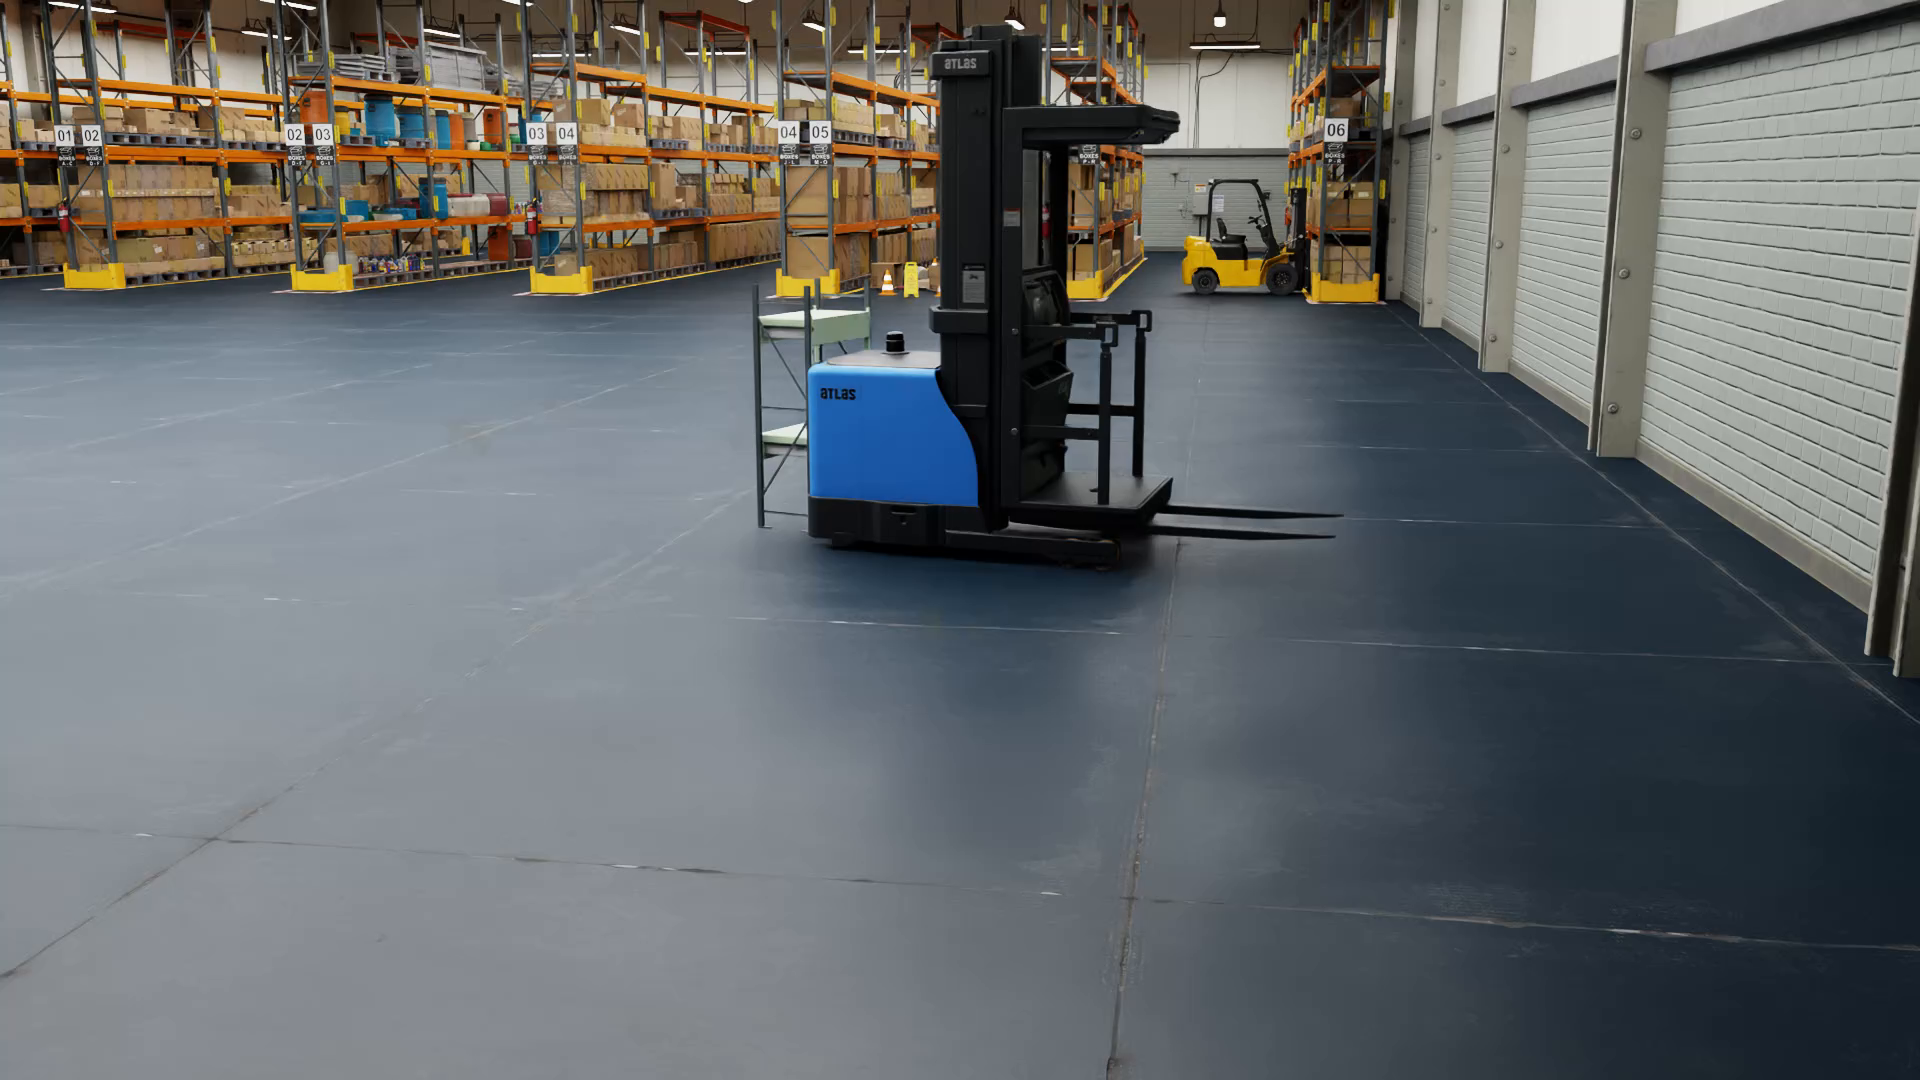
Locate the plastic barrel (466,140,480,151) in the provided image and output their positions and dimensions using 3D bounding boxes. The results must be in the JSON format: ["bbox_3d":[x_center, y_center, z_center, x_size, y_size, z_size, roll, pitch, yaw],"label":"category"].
[{"bbox_3d":[-11.376,-9.220,38.863,0.301,0.262,0.301,0,12,0],"label":"plastic barrel"}]

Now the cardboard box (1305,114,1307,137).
[{"bbox_3d":[7.828,-9.078,36.406,0.500,0.500,0.500,2,12,9],"label":"cardboard box"}]

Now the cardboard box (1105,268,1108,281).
[{"bbox_3d":[2.599,-5.187,32.469,0.500,0.250,0.500,3,12,12],"label":"cardboard box"}]

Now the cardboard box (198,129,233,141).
[{"bbox_3d":[-16.816,-9.148,37.561,0.500,0.250,0.500,3,13,15],"label":"cardboard box"}]

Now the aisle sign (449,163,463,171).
[{"bbox_3d":[-14.762,-11.195,48.649,0.394,0.787,0.004,2,12,9],"label":"aisle sign"}]

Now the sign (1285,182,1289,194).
[{"bbox_3d":[8.874,-9.558,45.168,0.100,0.325,0.005,2,12,9],"label":"sign"}]

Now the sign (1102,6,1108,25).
[{"bbox_3d":[2.580,-9.357,29.645,0.100,0.325,0.005,2,12,9],"label":"sign"}]

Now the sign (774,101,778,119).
[{"bbox_3d":[-3.396,-7.967,30.806,0.100,0.325,0.005,2,12,9],"label":"sign"}]

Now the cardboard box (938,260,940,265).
[{"bbox_3d":[-0.052,-5.435,33.696,0.797,0.637,0.503,2,12,9],"label":"cardboard box"}]

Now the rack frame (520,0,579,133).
[{"bbox_3d":[-7.748,-9.200,31.323,1.000,3.000,0.127,2,12,9],"label":"rack frame"}]

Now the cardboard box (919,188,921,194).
[{"bbox_3d":[-1.169,-8.488,40.446,0.380,0.149,0.250,2,12,10],"label":"cardboard box"}]

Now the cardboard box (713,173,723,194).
[{"bbox_3d":[-6.286,-8.759,40.900,0.797,0.503,0.637,2,12,10],"label":"cardboard box"}]

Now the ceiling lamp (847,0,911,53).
[{"bbox_3d":[-2.369,-15.861,48.375,2.000,3.185,0.800,2,12,9],"label":"ceiling lamp"}]

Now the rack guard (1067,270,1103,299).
[{"bbox_3d":[2.056,-4.740,30.802,1.175,0.500,0.348,2,12,9],"label":"rack guard"}]

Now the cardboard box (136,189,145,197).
[{"bbox_3d":[-17.144,-7.189,34.456,0.380,0.149,0.250,2,12,8],"label":"cardboard box"}]

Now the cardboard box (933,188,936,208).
[{"bbox_3d":[-0.692,-8.873,43.102,0.500,0.500,0.500,2,12,8],"label":"cardboard box"}]

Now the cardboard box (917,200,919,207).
[{"bbox_3d":[-1.203,-8.144,40.262,0.380,0.149,0.250,2,12,11],"label":"cardboard box"}]

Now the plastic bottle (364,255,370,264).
[{"bbox_3d":[-12.655,-5.898,35.486,0.144,0.351,0.185,2,12,8],"label":"plastic bottle"}]

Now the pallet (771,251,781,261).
[{"bbox_3d":[-5.523,-7.813,45.745,1.003,0.211,1.213,2,12,9],"label":"pallet"}]

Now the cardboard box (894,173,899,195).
[{"bbox_3d":[-1.787,-8.090,37.803,0.700,0.500,0.500,2,12,8],"label":"cardboard box"}]

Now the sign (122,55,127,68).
[{"bbox_3d":[-20.663,-11.827,41.106,0.100,0.325,0.005,2,12,9],"label":"sign"}]

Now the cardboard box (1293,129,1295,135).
[{"bbox_3d":[8.264,-9.870,40.209,0.380,0.149,0.250,2,12,8],"label":"cardboard box"}]

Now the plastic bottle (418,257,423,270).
[{"bbox_3d":[-11.775,-6.037,36.289,0.061,0.283,0.133,3,12,11],"label":"plastic bottle"}]

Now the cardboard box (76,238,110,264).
[{"bbox_3d":[-17.747,-5.938,34.178,0.500,0.500,0.500,2,12,9],"label":"cardboard box"}]

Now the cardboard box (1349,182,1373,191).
[{"bbox_3d":[7.212,-6.361,29.905,0.380,0.149,0.250,2,12,8],"label":"cardboard box"}]

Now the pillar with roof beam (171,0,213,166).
[{"bbox_3d":[-17.079,-12.214,45.308,9.100,9.000,0.548,2,12,9],"label":"pillar with roof beam"}]

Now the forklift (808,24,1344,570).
[{"bbox_3d":[0.682,-1.392,9.497,3.031,2.935,1.130,4,13,17],"label":"forklift"}]

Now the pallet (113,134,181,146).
[{"bbox_3d":[-17.216,-8.413,35.003,1.003,0.211,1.213,2,12,9],"label":"pallet"}]

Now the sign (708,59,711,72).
[{"bbox_3d":[-6.447,-12.255,42.907,0.100,0.325,0.005,2,12,9],"label":"sign"}]

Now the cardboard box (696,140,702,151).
[{"bbox_3d":[-6.348,-9.219,38.887,0.500,0.250,0.500,2,12,9],"label":"cardboard box"}]

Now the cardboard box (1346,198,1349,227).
[{"bbox_3d":[7.358,-6.039,30.656,0.500,0.500,0.500,2,12,10],"label":"cardboard box"}]

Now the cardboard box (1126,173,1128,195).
[{"bbox_3d":[3.659,-8.348,38.997,0.500,0.500,0.500,2,12,9],"label":"cardboard box"}]

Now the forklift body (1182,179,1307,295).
[{"bbox_3d":[5.438,-5.825,31.918,2.313,2.155,1.214,2,12,9],"label":"forklift body"}]

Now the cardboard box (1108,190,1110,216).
[{"bbox_3d":[2.689,-6.657,32.821,0.500,0.500,0.500,2,12,10],"label":"cardboard box"}]

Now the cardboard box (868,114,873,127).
[{"bbox_3d":[-2.069,-8.600,34.076,0.500,0.250,0.500,2,12,8],"label":"cardboard box"}]

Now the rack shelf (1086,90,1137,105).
[{"bbox_3d":[3.582,-10.414,39.611,1.077,0.370,4.000,2,12,9],"label":"rack shelf"}]

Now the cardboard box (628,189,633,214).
[{"bbox_3d":[-7.375,-7.100,34.874,0.875,0.500,0.500,2,12,9],"label":"cardboard box"}]

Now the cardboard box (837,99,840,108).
[{"bbox_3d":[-2.457,-8.185,31.200,0.380,0.149,0.250,2,12,9],"label":"cardboard box"}]

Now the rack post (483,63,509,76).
[{"bbox_3d":[-11.388,-11.443,40.508,0.624,0.289,0.986,2,12,9],"label":"rack post"}]

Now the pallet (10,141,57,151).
[{"bbox_3d":[-21.616,-9.081,38.337,1.213,0.211,1.003,2,12,9],"label":"pallet"}]

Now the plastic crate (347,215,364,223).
[{"bbox_3d":[-12.186,-6.475,33.544,0.298,0.136,0.250,2,12,9],"label":"plastic crate"}]

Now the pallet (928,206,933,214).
[{"bbox_3d":[-1.278,-8.336,42.007,1.003,0.211,1.213,2,12,9],"label":"pallet"}]

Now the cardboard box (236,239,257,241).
[{"bbox_3d":[-16.908,-6.968,39.403,0.500,0.311,0.500,2,12,8],"label":"cardboard box"}]

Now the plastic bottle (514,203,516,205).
[{"bbox_3d":[-11.354,-8.470,42.479,0.097,0.271,0.097,0,12,0],"label":"plastic bottle"}]

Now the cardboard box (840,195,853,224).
[{"bbox_3d":[-2.577,-6.465,32.518,0.875,0.550,0.550,2,12,9],"label":"cardboard box"}]

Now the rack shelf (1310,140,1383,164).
[{"bbox_3d":[7.257,-7.317,31.415,1.077,0.370,4.000,2,12,9],"label":"rack shelf"}]

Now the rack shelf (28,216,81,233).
[{"bbox_3d":[-21.508,-7.646,40.061,1.077,0.370,4.000,2,12,9],"label":"rack shelf"}]

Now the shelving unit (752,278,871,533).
[{"bbox_3d":[-0.913,-0.864,10.444,0.431,1.500,0.755,6,13,25],"label":"shelving unit"}]

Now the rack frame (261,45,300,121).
[{"bbox_3d":[-19.970,-13.012,49.012,1.000,3.000,0.127,2,12,9],"label":"rack frame"}]

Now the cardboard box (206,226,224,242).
[{"bbox_3d":[-20.557,-8.262,45.316,0.750,0.750,0.750,2,12,9],"label":"cardboard box"}]

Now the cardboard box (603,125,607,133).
[{"bbox_3d":[-7.243,-8.175,33.096,0.380,0.149,0.250,1,12,6],"label":"cardboard box"}]
